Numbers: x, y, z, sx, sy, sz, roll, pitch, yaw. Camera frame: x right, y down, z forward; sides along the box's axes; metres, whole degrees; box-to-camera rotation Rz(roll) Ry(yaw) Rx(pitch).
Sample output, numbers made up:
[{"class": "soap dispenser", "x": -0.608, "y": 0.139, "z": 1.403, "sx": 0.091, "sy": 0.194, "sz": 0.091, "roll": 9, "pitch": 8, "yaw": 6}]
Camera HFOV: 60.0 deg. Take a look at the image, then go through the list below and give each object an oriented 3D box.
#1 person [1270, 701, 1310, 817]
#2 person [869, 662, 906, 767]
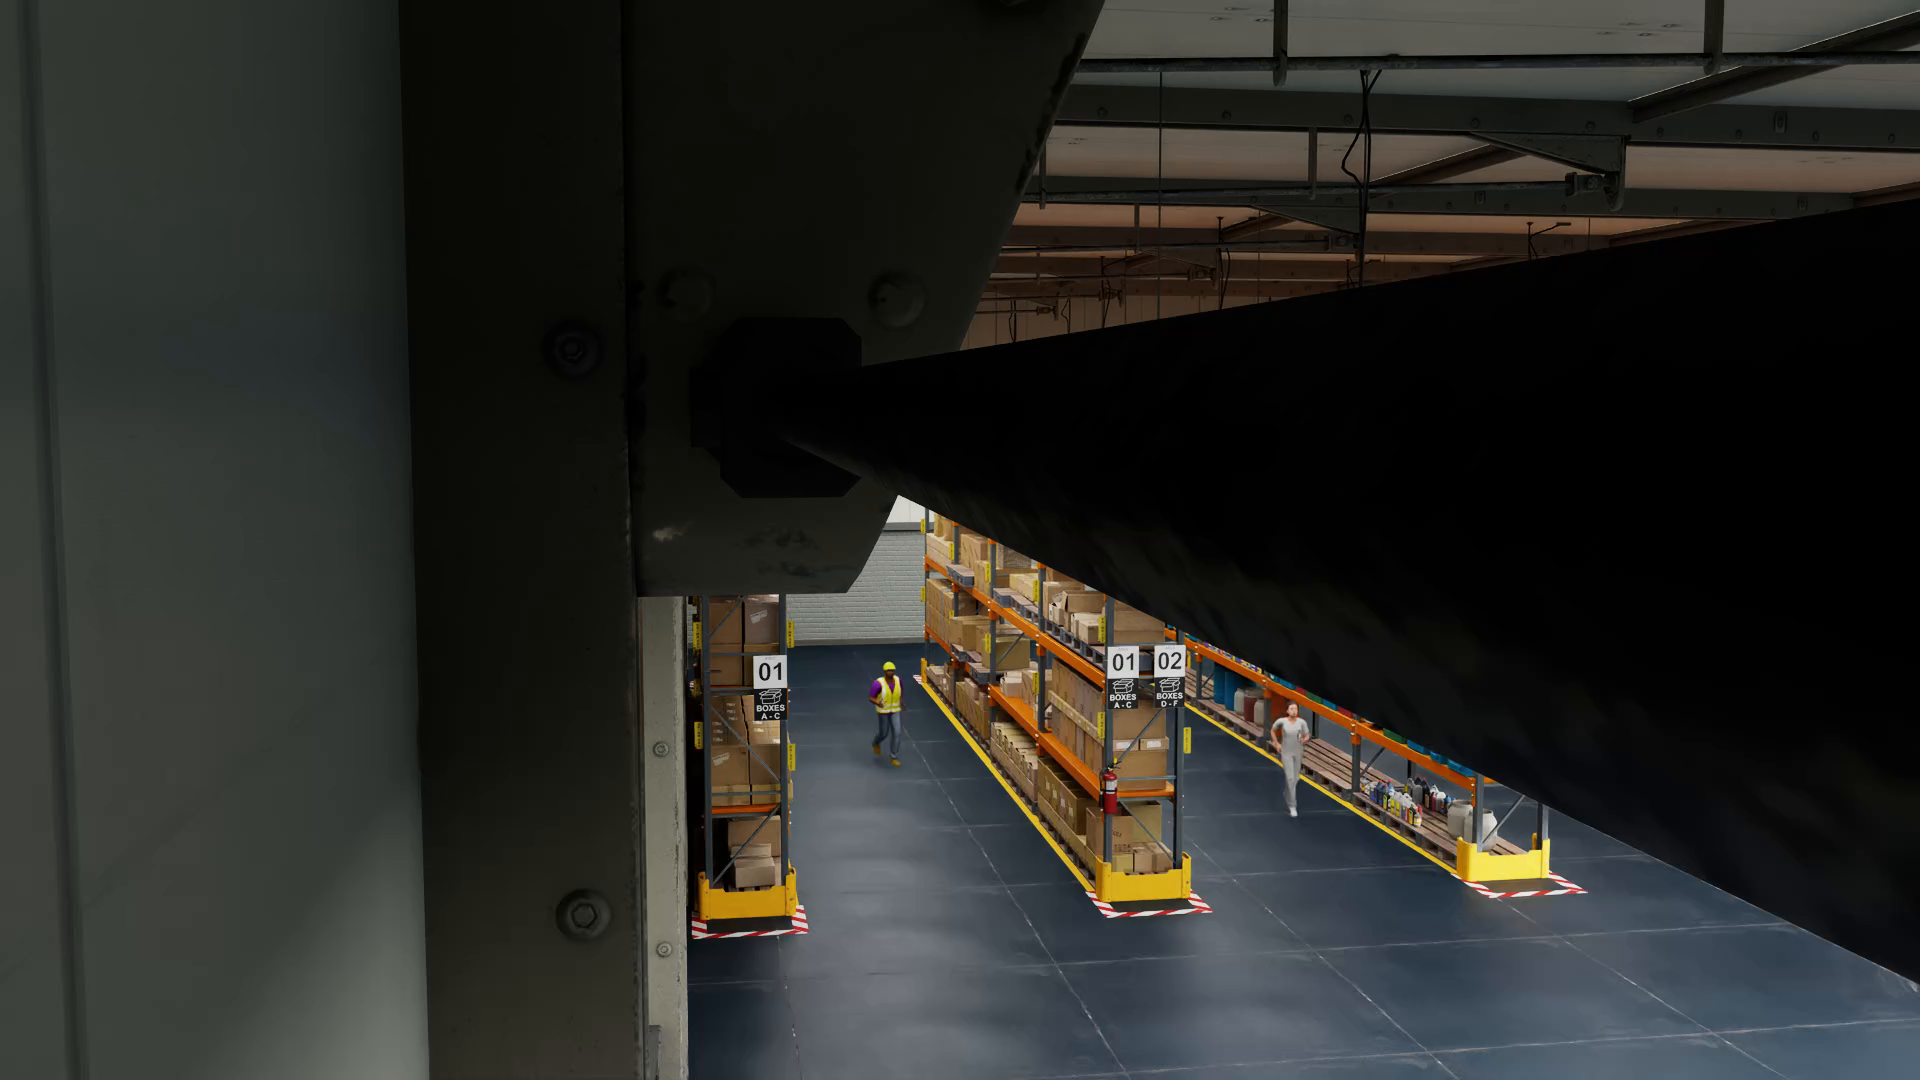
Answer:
[{"class": "person", "x": 5.015, "y": 3.271, "z": 25.188, "sx": 0.560, "sy": 1.690, "sz": 0.827, "roll": -1, "pitch": 5, "yaw": -6}, {"class": "person", "x": -1.248, "y": 2.948, "z": 28.528, "sx": 0.682, "sy": 1.762, "sz": 0.926, "roll": -2, "pitch": 5, "yaw": -23}]
